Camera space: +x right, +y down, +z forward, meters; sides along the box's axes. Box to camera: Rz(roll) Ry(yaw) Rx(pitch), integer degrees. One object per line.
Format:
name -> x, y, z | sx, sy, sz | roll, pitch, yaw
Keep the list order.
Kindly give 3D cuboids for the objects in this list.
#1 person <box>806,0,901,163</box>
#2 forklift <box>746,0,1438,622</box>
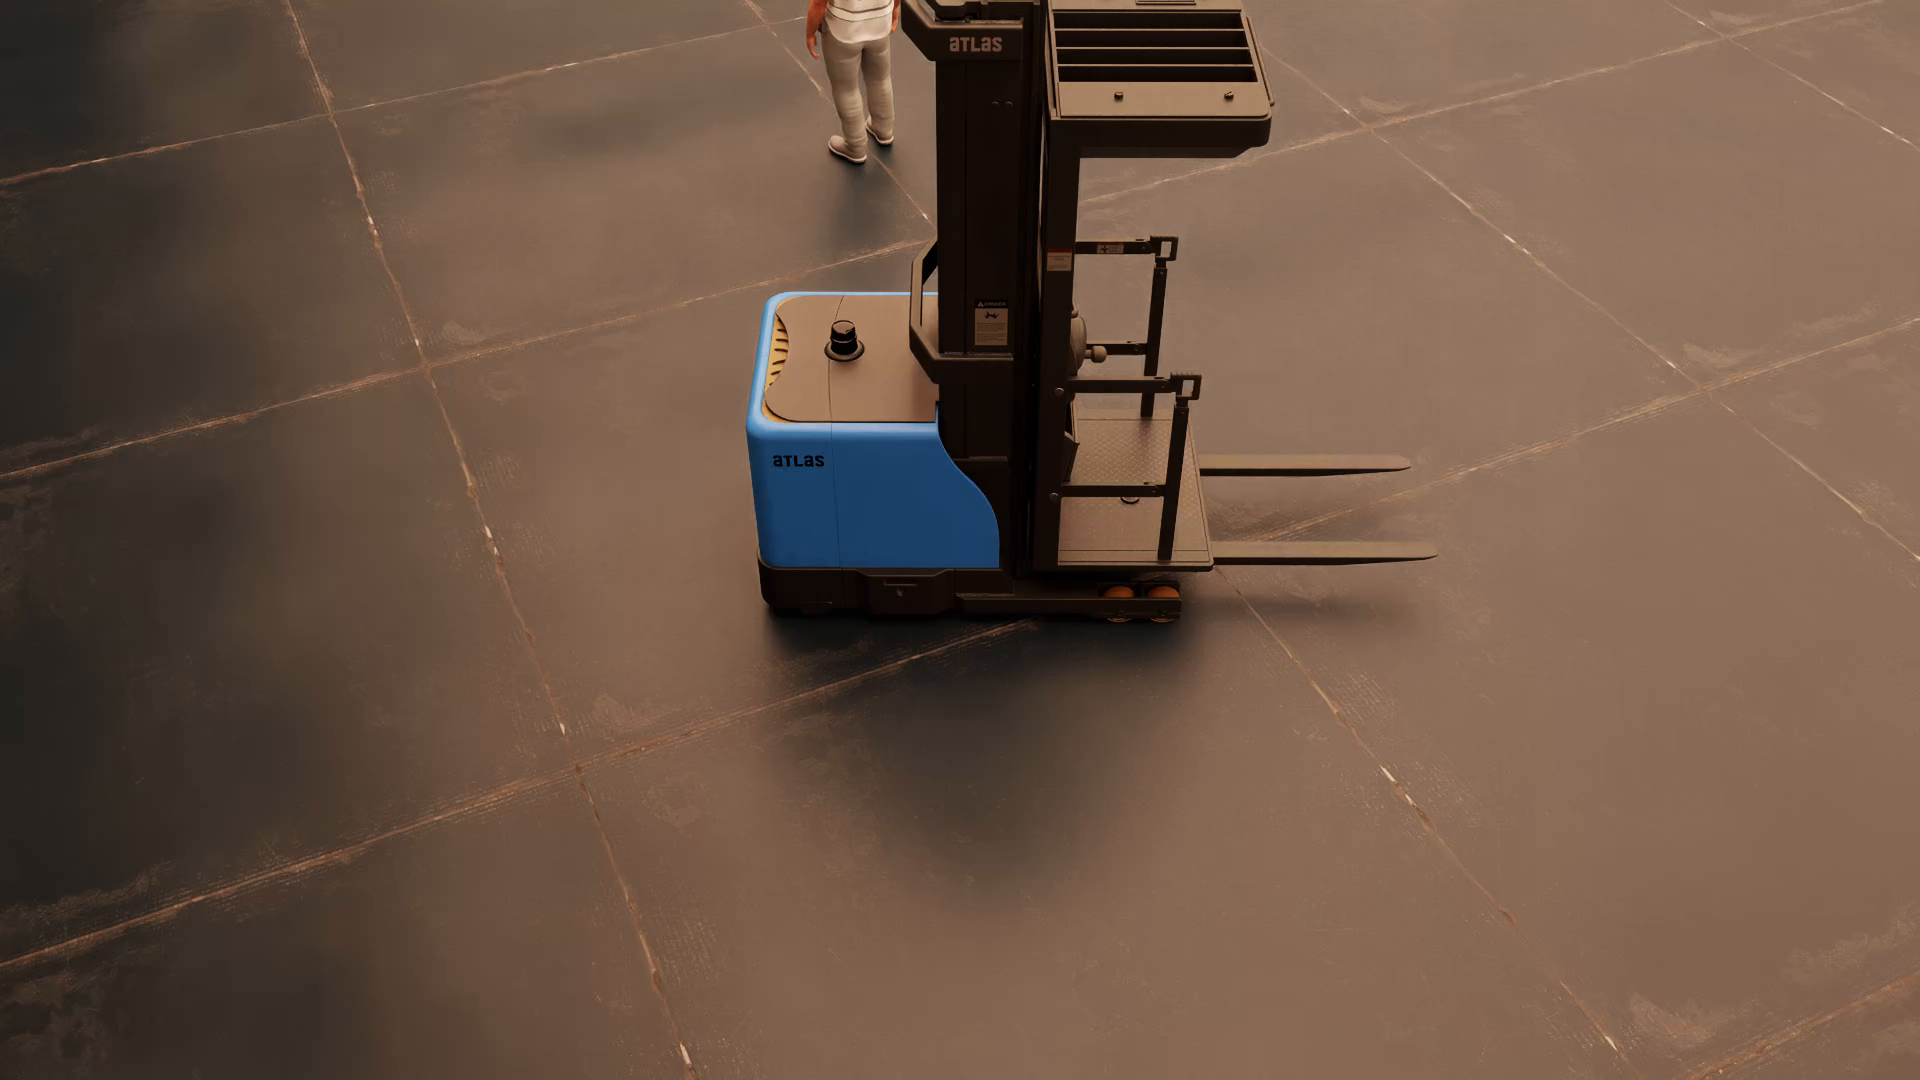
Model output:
person -> -0.651, -3.078, 9.810 | 0.640, 1.781, 0.576 | -22, 47, -22
forklift -> 0.624, -1.070, 6.827 | 3.031, 2.935, 1.130 | 0, 43, 0
